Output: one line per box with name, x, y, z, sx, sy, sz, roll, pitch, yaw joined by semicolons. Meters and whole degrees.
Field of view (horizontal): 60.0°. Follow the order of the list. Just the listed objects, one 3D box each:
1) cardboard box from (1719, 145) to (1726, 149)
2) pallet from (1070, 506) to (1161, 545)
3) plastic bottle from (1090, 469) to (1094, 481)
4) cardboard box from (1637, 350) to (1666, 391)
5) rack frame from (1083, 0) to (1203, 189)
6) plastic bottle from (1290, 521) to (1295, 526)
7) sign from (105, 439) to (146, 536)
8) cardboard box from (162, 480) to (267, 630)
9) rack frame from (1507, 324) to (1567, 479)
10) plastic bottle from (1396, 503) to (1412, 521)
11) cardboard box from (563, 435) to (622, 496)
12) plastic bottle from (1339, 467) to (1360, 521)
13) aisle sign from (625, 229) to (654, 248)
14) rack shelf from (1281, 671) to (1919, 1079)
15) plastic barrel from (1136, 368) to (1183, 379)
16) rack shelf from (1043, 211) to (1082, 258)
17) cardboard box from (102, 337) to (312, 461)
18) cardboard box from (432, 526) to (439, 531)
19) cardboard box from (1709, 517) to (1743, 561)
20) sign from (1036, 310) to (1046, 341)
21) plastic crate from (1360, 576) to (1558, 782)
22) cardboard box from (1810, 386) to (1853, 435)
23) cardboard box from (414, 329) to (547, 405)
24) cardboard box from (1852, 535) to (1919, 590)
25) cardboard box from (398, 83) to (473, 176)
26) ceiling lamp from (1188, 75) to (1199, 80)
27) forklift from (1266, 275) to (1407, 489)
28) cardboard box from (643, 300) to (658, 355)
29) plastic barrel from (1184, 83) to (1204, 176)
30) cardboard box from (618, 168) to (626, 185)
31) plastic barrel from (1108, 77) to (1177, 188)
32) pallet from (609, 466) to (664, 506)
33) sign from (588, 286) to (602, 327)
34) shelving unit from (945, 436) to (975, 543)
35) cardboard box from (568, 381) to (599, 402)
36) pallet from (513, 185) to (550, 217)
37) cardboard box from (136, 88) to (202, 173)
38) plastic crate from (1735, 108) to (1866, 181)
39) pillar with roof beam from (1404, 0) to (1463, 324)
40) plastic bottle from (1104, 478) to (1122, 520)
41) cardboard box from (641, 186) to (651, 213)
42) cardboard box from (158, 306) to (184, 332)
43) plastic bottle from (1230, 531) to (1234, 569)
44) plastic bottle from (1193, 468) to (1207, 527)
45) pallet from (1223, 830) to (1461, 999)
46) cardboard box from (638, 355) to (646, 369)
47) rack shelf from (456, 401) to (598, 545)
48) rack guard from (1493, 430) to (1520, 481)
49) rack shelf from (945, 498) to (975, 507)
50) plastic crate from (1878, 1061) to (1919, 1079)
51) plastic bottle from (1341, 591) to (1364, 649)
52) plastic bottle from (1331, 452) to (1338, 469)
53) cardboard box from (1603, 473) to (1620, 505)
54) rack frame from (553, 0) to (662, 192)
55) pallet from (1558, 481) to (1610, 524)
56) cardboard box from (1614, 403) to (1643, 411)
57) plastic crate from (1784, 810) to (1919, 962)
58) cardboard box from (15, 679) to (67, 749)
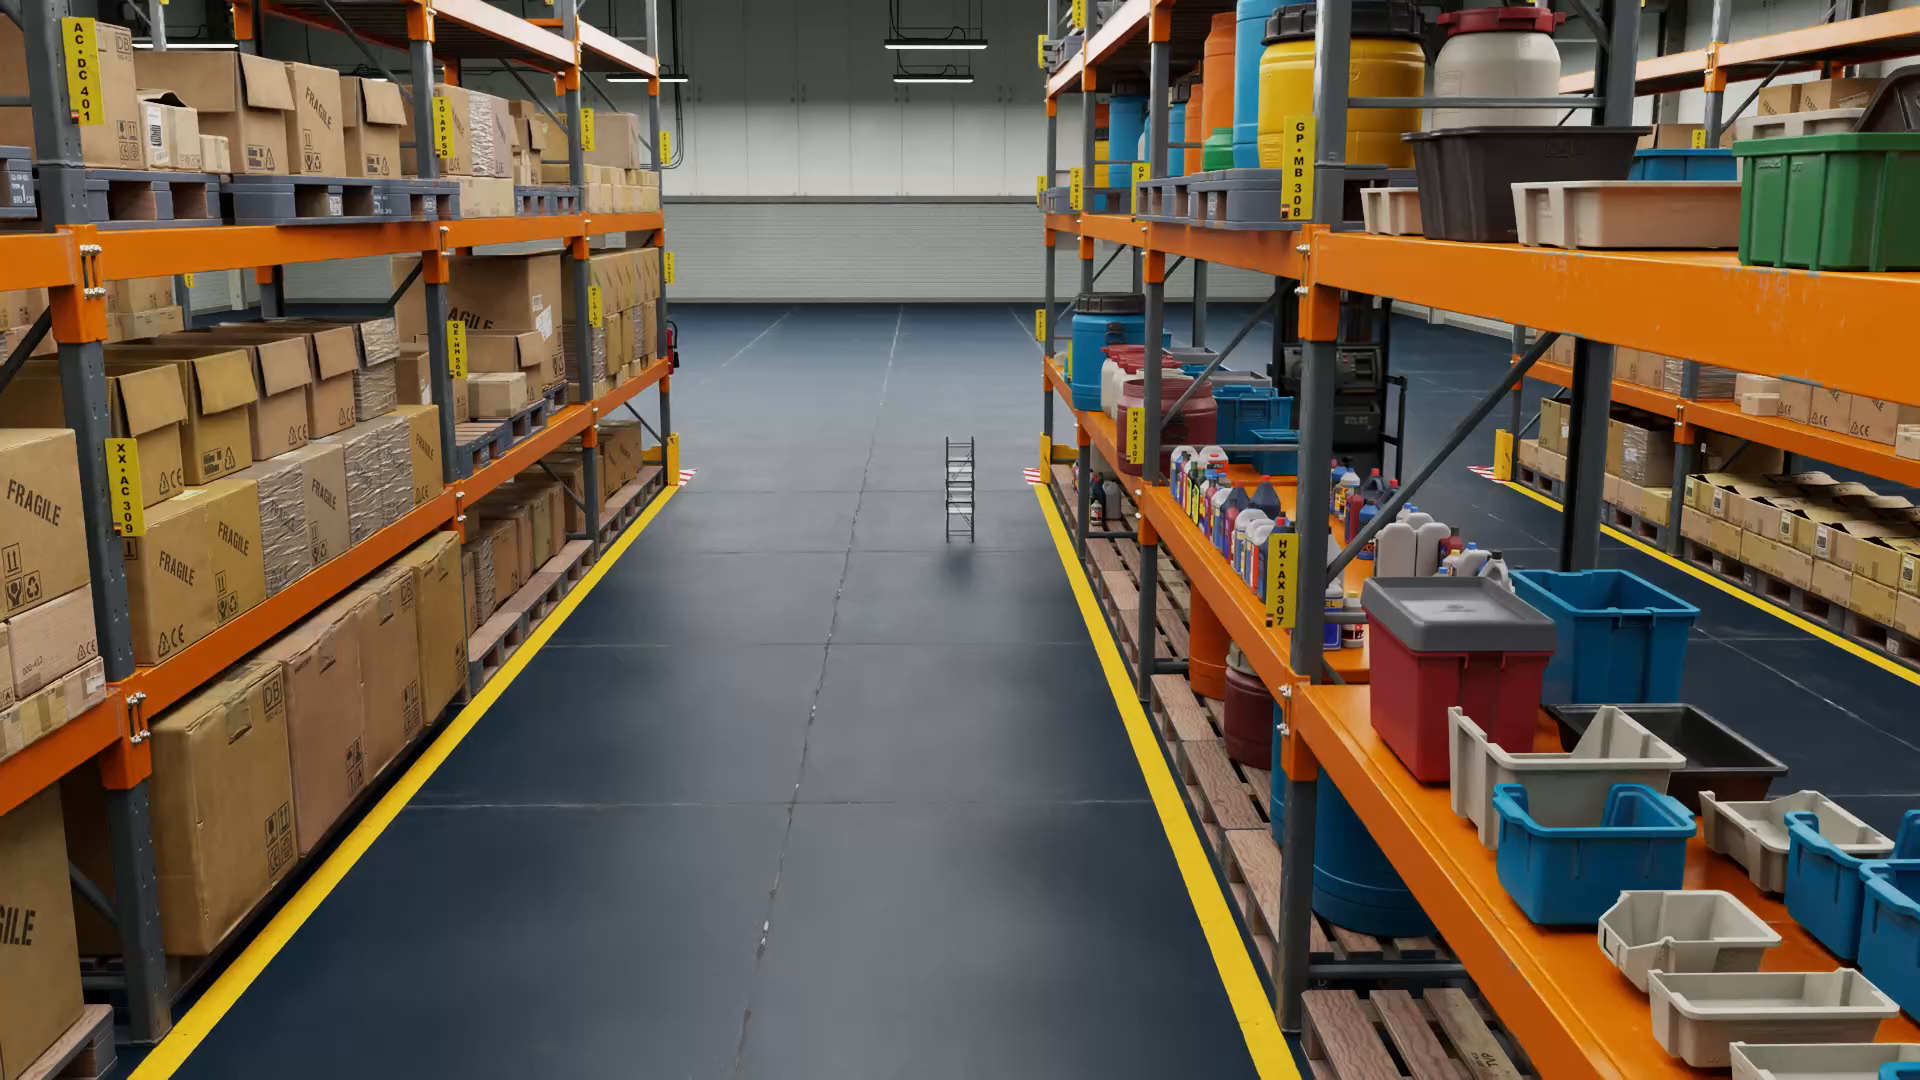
cardboard box;6.670;-3.247;14.290;0.500;0.311;0.500;-1;12;-4
pallet;1.504;-0.085;14.447;1.003;0.211;1.213;0;11;-1
plastic bottle;1.164;-0.464;14.860;0.144;0.351;0.185;0;11;-2
cardboard box;6.395;-1.579;14.549;0.700;0.500;0.500;0;11;-2
rack frame;1.476;-4.258;12.914;1.000;3.000;0.127;0;11;-1
plastic bottle;1.413;0.055;7.069;0.097;0.271;0.097;0;11;0
sign;-2.756;-0.173;5.491;0.100;0.325;0.005;0;11;-1
cardboard box;-3.082;0.051;6.510;0.500;0.500;0.500;0;11;-1
rack frame;6.346;-2.133;17.527;1.000;3.000;0.127;0;11;-1
plastic bottle;2.012;-0.031;7.490;0.097;0.271;0.097;0;11;0
cardboard box;-3.522;-0.706;15.725;0.500;0.500;0.500;1;11;4
plastic bottle;1.990;-0.235;8.495;0.097;0.271;0.097;0;11;0
aisle sign;-3.260;-3.380;17.138;0.394;0.787;0.004;0;11;-1
rack shelf;1.683;1.023;3.784;1.077;0.370;4.000;0;11;-1
plastic barrel;1.315;-0.865;10.997;0.421;0.512;0.421;0;11;0
rack shelf;1.435;-2.833;15.244;1.077;0.370;4.000;0;11;-1
cardboard box;-3.363;-0.635;7.369;0.797;0.503;0.637;0;11;1
cardboard box;-3.437;0.006;10.277;0.500;0.250;0.500;0;11;1
cardboard box;6.198;-0.013;12.938;0.500;0.250;0.500;0;11;0
sign;0.843;-2.247;17.396;0.100;0.325;0.005;0;11;-1
plastic crate;1.409;0.390;4.780;0.402;0.464;0.583;0;11;-1
cardboard box;6.449;-1.029;11.838;0.500;0.500;0.500;0;11;-1
cardboard box;-3.348;-1.210;11.662;0.797;0.503;0.637;1;12;5
cardboard box;6.237;0.118;10.881;0.500;0.311;0.500;0;11;-2
cardboard box;-3.146;-2.361;9.599;0.500;0.500;0.500;0;11;-1
ceiling lamp;6.678;-12.994;41.294;2.000;3.185;0.800;0;11;-1
forklift;3.478;-1.622;15.183;1.130;2.935;3.031;-2;12;-8
cardboard box;-3.444;-2.079;16.263;0.875;0.500;0.500;0;11;-1
plastic barrel;1.745;-2.497;10.700;0.600;0.830;0.708;0;11;-1
cardboard box;-3.262;-3.317;15.197;0.380;0.149;0.250;-1;11;-4
plastic barrel;1.562;-3.438;14.098;0.600;0.901;0.708;0;11;-1
pallet;-3.576;-0.549;16.736;1.003;0.211;1.213;0;11;-1
sign;-2.921;-1.868;13.310;0.100;0.325;0.005;0;11;-1
shelving unit;0.000;-0.439;14.462;0.258;0.900;0.210;0;11;-1
cardboard box;-3.180;-1.218;13.652;0.380;0.149;0.250;0;11;-1
pallet;-3.545;-2.346;11.508;1.213;0.211;1.003;0;11;-1
cardboard box;-3.243;-1.558;6.317;0.500;0.311;0.500;-1;11;-3
plastic crate;1.987;-0.786;3.644;0.437;0.282;0.530;0;11;-1
pillar with roof beam;7.377;-9.711;39.794;9.100;9.000;0.548;0;11;-1
plastic bottle;1.319;-0.363;14.358;0.144;0.351;0.185;0;11;-1
cardboard box;-3.282;-3.295;16.090;0.500;0.250;0.500;0;11;-1
cardboard box;-8.467;-2.092;16.951;0.875;0.550;0.550;0;11;-1
plastic bottle;1.255;0.024;7.396;0.097;0.201;0.097;0;11;0
plastic bottle;1.216;-0.214;8.361;0.061;0.283;0.133;0;11;-1
pallet;1.667;1.485;6.706;1.003;0.211;1.213;0;11;-1
cardboard box;-3.295;-1.765;16.345;0.380;0.149;0.250;0;11;-1
rack shelf;-3.435;-0.547;11.522;1.077;0.370;4.000;0;11;-1
rack guard;6.345;-0.912;17.799;1.175;0.500;0.348;0;11;-1
rack shelf;0.000;-0.319;14.486;0.258;0.077;0.200;0;11;-1
plastic crate;1.530;0.955;2.068;0.616;0.435;0.499;0;11;-1
plastic bottle;1.434;0.289;6.092;0.097;0.201;0.097;0;11;0
plastic bottle;1.998;-0.341;8.989;0.061;0.283;0.133;0;11;-1
cardboard box;6.175;-0.486;15.269;0.500;0.250;0.500;0;11;-1
rack frame;-3.559;-5.033;16.733;1.000;3.000;0.127;0;11;-1
pallet;6.426;-0.372;15.863;1.003;0.211;1.213;0;11;-1
cardboard box;6.690;-1.054;16.185;0.500;0.500;0.500;0;11;-1
plastic crate;2.014;0.748;3.596;0.416;0.233;0.300;0;11;-1
cardboard box;-2.971;0.526;5.052;0.380;0.149;0.250;0;11;0
